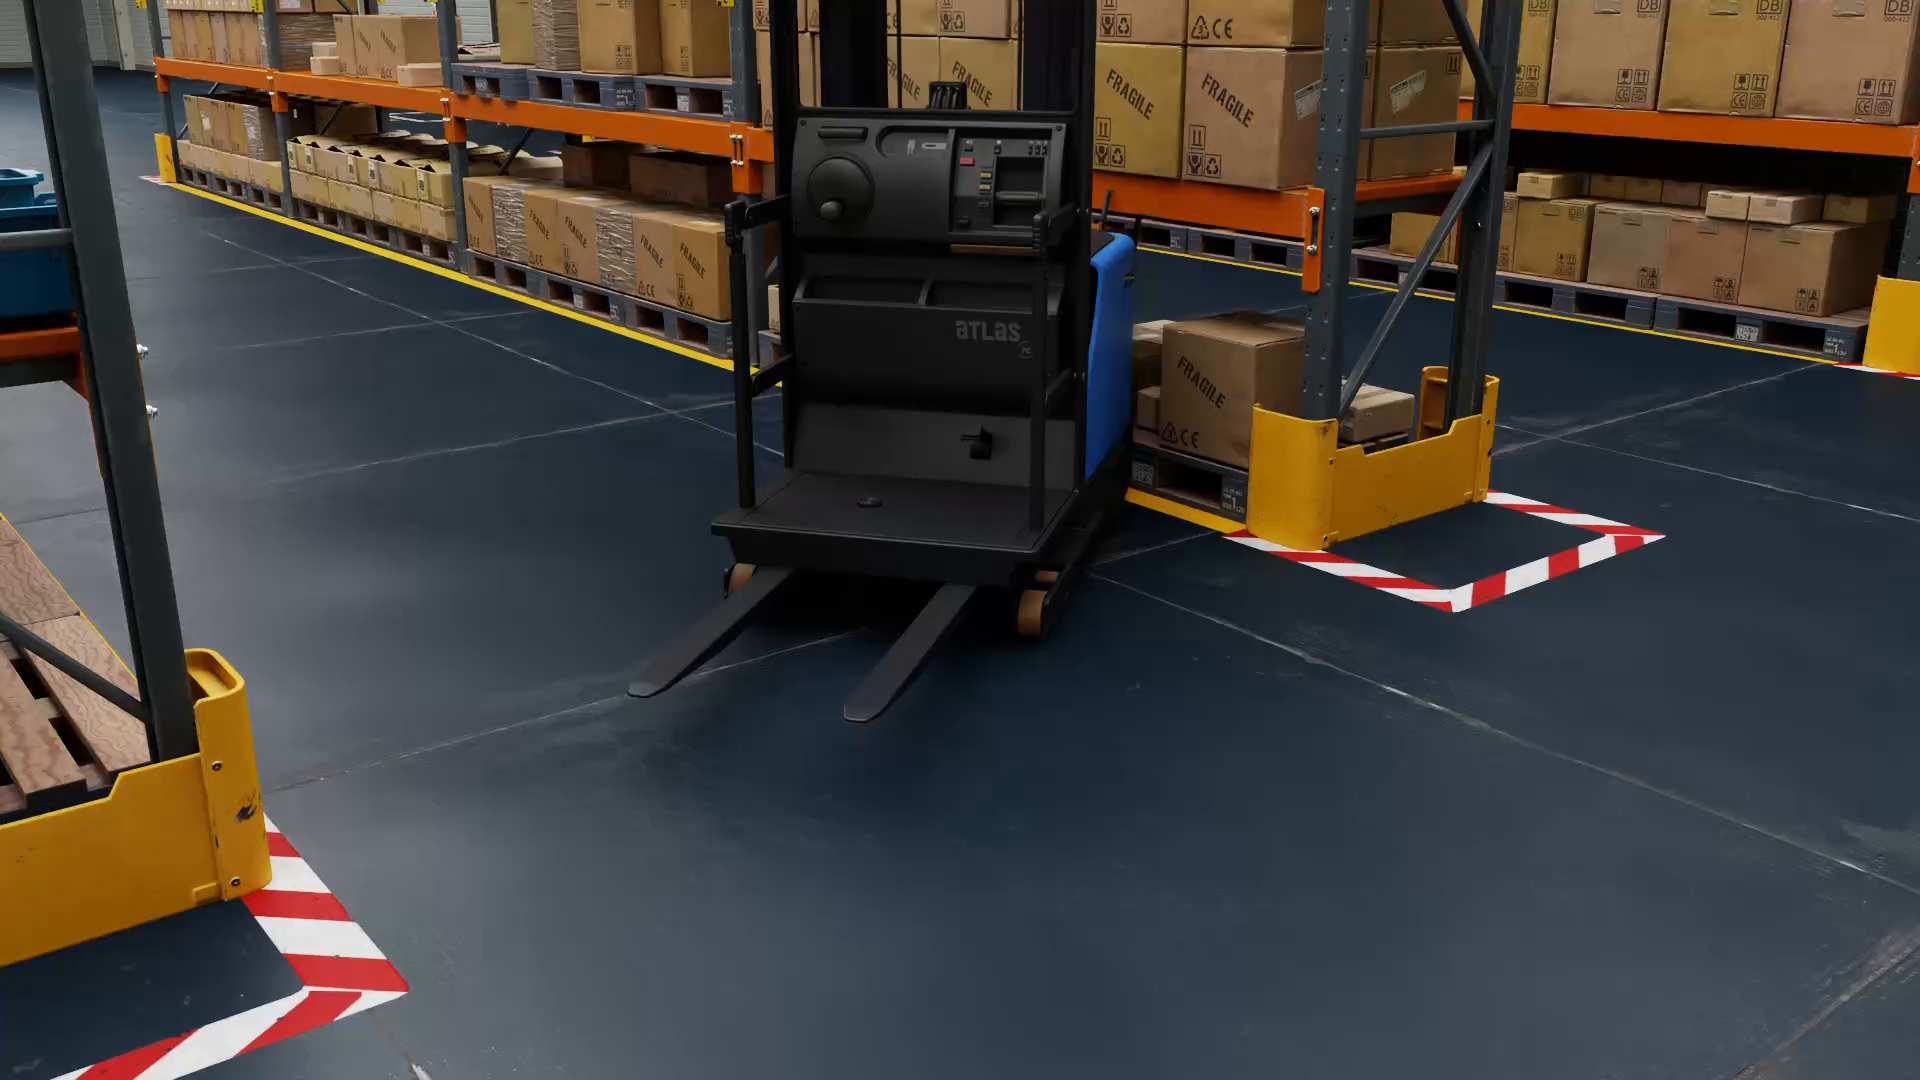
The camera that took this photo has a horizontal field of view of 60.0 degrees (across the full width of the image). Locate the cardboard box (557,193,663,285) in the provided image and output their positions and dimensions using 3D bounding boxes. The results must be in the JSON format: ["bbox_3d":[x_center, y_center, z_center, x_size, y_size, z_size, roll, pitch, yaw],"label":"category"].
[{"bbox_3d":[-2.249,-1.956,10.774,0.500,0.500,0.500,-15,23,-38],"label":"cardboard box"}]

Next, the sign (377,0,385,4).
[{"bbox_3d":[-5.336,-5.088,15.240,0.100,0.325,0.005,-14,23,-36],"label":"sign"}]

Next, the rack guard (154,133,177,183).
[{"bbox_3d":[-8.254,-4.272,18.470,1.175,0.500,0.348,-14,23,-36],"label":"rack guard"}]

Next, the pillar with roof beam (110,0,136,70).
[{"bbox_3d":[-25.247,-15.817,39.815,9.100,9.000,0.400,-14,23,-36],"label":"pillar with roof beam"}]

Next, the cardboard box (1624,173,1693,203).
[{"bbox_3d":[4.509,-2.272,10.729,0.380,0.149,0.250,-14,23,-36],"label":"cardboard box"}]

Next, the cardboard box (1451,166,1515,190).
[{"bbox_3d":[3.546,-2.460,11.297,0.380,0.149,0.250,-13,22,-34],"label":"cardboard box"}]

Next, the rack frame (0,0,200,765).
[{"bbox_3d":[-2.190,-0.545,3.235,1.000,3.000,0.127,-14,23,-36],"label":"rack frame"}]

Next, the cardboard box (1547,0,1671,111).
[{"bbox_3d":[4.325,-3.111,10.509,0.980,0.700,0.700,-15,24,-39],"label":"cardboard box"}]

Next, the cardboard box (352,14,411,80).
[{"bbox_3d":[-4.654,-4.069,13.720,0.500,0.500,0.500,-14,23,-36],"label":"cardboard box"}]

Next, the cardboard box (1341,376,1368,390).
[{"bbox_3d":[1.549,-0.606,7.229,0.380,0.166,0.250,-14,23,-36],"label":"cardboard box"}]

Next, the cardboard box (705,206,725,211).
[{"bbox_3d":[-1.238,-1.814,10.347,0.500,0.500,0.500,-14,23,-35],"label":"cardboard box"}]

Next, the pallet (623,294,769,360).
[{"bbox_3d":[-1.323,-1.365,10.150,1.003,0.211,1.213,-14,23,-36],"label":"pallet"}]

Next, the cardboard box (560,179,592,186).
[{"bbox_3d":[-2.507,-2.319,11.872,0.500,0.500,0.500,-13,22,-34],"label":"cardboard box"}]

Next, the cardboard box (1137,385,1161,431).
[{"bbox_3d":[0.983,-0.578,7.142,0.380,0.166,0.250,-14,23,-36],"label":"cardboard box"}]

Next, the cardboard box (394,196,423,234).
[{"bbox_3d":[-4.113,-2.584,13.101,0.500,0.250,0.500,-14,23,-37],"label":"cardboard box"}]

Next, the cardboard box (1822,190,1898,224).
[{"bbox_3d":[5.297,-1.960,9.787,0.380,0.149,0.250,-14,23,-36],"label":"cardboard box"}]

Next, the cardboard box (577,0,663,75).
[{"bbox_3d":[-1.934,-3.166,10.325,0.500,0.500,0.700,13,23,35],"label":"cardboard box"}]

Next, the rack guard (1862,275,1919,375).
[{"bbox_3d":[5.591,-1.286,9.450,1.175,0.500,0.348,-14,23,-36],"label":"rack guard"}]

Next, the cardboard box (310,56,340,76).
[{"bbox_3d":[-5.366,-4.090,14.342,0.380,0.149,0.250,-14,23,-36],"label":"cardboard box"}]

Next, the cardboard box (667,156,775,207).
[{"bbox_3d":[-1.519,-2.287,10.582,0.500,0.250,0.500,-14,23,-36],"label":"cardboard box"}]

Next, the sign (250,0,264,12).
[{"bbox_3d":[-6.190,-4.807,14.605,0.100,0.325,0.005,-14,23,-36],"label":"sign"}]

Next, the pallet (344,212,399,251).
[{"bbox_3d":[-4.506,-2.669,14.087,1.003,0.211,1.213,-14,23,-36],"label":"pallet"}]

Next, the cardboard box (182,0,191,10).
[{"bbox_3d":[-7.690,-5.481,16.952,0.380,0.149,0.250,-14,23,-37],"label":"cardboard box"}]

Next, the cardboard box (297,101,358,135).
[{"bbox_3d":[-6.115,-4.014,16.227,0.500,0.500,0.500,-14,23,-36],"label":"cardboard box"}]

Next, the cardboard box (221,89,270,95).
[{"bbox_3d":[-7.673,-4.629,18.083,0.500,0.500,0.500,-14,23,-36],"label":"cardboard box"}]

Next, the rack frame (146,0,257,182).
[{"bbox_3d":[-8.239,-5.453,18.059,1.000,3.000,0.127,-14,23,-36],"label":"rack frame"}]

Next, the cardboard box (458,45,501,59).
[{"bbox_3d":[-3.464,-3.538,12.416,0.500,0.311,0.500,-12,22,-33],"label":"cardboard box"}]

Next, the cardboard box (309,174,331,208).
[{"bbox_3d":[-5.383,-3.087,14.621,0.500,0.250,0.500,-13,23,-35],"label":"cardboard box"}]

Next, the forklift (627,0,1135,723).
[{"bbox_3d":[-0.164,-1.202,5.330,1.130,2.935,3.031,5,19,14],"label":"forklift"}]

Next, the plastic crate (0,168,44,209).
[{"bbox_3d":[-2.494,-0.781,4.120,0.416,0.233,0.300,-14,23,-36],"label":"plastic crate"}]

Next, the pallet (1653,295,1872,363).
[{"bbox_3d":[5.018,-1.336,10.062,1.003,0.211,1.213,-14,23,-36],"label":"pallet"}]

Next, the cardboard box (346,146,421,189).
[{"bbox_3d":[-4.739,-3.099,13.762,0.500,0.311,0.500,-13,22,-35],"label":"cardboard box"}]

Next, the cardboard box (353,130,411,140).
[{"bbox_3d":[-5.280,-3.584,15.228,0.500,0.311,0.500,-14,23,-36],"label":"cardboard box"}]

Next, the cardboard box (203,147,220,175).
[{"bbox_3d":[-7.457,-3.926,17.152,0.500,0.250,0.500,-14,23,-36],"label":"cardboard box"}]

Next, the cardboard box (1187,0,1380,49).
[{"bbox_3d":[1.203,-2.089,6.148,0.500,0.500,0.500,-14,23,-37],"label":"cardboard box"}]

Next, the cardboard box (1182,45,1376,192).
[{"bbox_3d":[1.204,-1.615,6.309,0.500,0.500,0.500,-13,22,-34],"label":"cardboard box"}]

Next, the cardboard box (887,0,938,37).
[{"bbox_3d":[-0.077,-2.593,7.673,0.500,0.500,0.500,-15,23,-38],"label":"cardboard box"}]

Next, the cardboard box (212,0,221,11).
[{"bbox_3d":[-7.047,-5.226,16.182,0.380,0.149,0.250,-13,22,-34],"label":"cardboard box"}]

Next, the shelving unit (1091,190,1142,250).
[{"bbox_3d":[0.412,-0.914,7.126,0.258,1.200,0.503,-2,17,-45],"label":"shelving unit"}]

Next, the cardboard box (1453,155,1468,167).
[{"bbox_3d":[3.542,-2.655,11.884,0.380,0.149,0.250,-14,23,-36],"label":"cardboard box"}]

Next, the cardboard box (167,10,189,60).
[{"bbox_3d":[-7.959,-5.383,17.688,0.700,0.500,0.500,-14,23,-36],"label":"cardboard box"}]

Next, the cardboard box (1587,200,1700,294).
[{"bbox_3d":[4.439,-1.891,10.610,0.700,0.500,0.500,-15,23,-38],"label":"cardboard box"}]

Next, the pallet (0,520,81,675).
[{"bbox_3d":[-3.425,0.268,5.218,1.003,0.211,1.213,-14,23,-36],"label":"pallet"}]

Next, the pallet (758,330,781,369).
[{"bbox_3d":[-0.363,-1.003,9.056,1.003,0.211,1.213,-14,23,-36],"label":"pallet"}]

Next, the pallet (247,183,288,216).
[{"bbox_3d":[-6.217,-3.348,16.137,1.003,0.211,1.213,-14,23,-36],"label":"pallet"}]

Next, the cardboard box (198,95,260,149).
[{"bbox_3d":[-7.448,-4.284,17.041,0.500,0.500,0.500,-14,23,-36],"label":"cardboard box"}]

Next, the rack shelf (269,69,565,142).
[{"bbox_3d":[-4.514,-3.633,13.707,1.077,0.370,4.000,-14,23,-36],"label":"rack shelf"}]

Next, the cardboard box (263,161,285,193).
[{"bbox_3d":[-6.215,-3.433,15.665,0.500,0.250,0.500,-14,23,-36],"label":"cardboard box"}]

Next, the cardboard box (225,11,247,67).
[{"bbox_3d":[-6.677,-4.876,16.157,0.700,0.500,0.500,-14,23,-35],"label":"cardboard box"}]

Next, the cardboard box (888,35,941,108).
[{"bbox_3d":[-0.056,-2.116,7.820,0.500,0.500,0.500,-14,23,-36],"label":"cardboard box"}]

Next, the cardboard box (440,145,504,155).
[{"bbox_3d":[-4.015,-3.082,13.713,0.500,0.311,0.500,-15,23,-38],"label":"cardboard box"}]

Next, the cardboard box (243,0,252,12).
[{"bbox_3d":[-6.409,-4.973,15.419,0.380,0.149,0.250,-15,23,-38],"label":"cardboard box"}]
